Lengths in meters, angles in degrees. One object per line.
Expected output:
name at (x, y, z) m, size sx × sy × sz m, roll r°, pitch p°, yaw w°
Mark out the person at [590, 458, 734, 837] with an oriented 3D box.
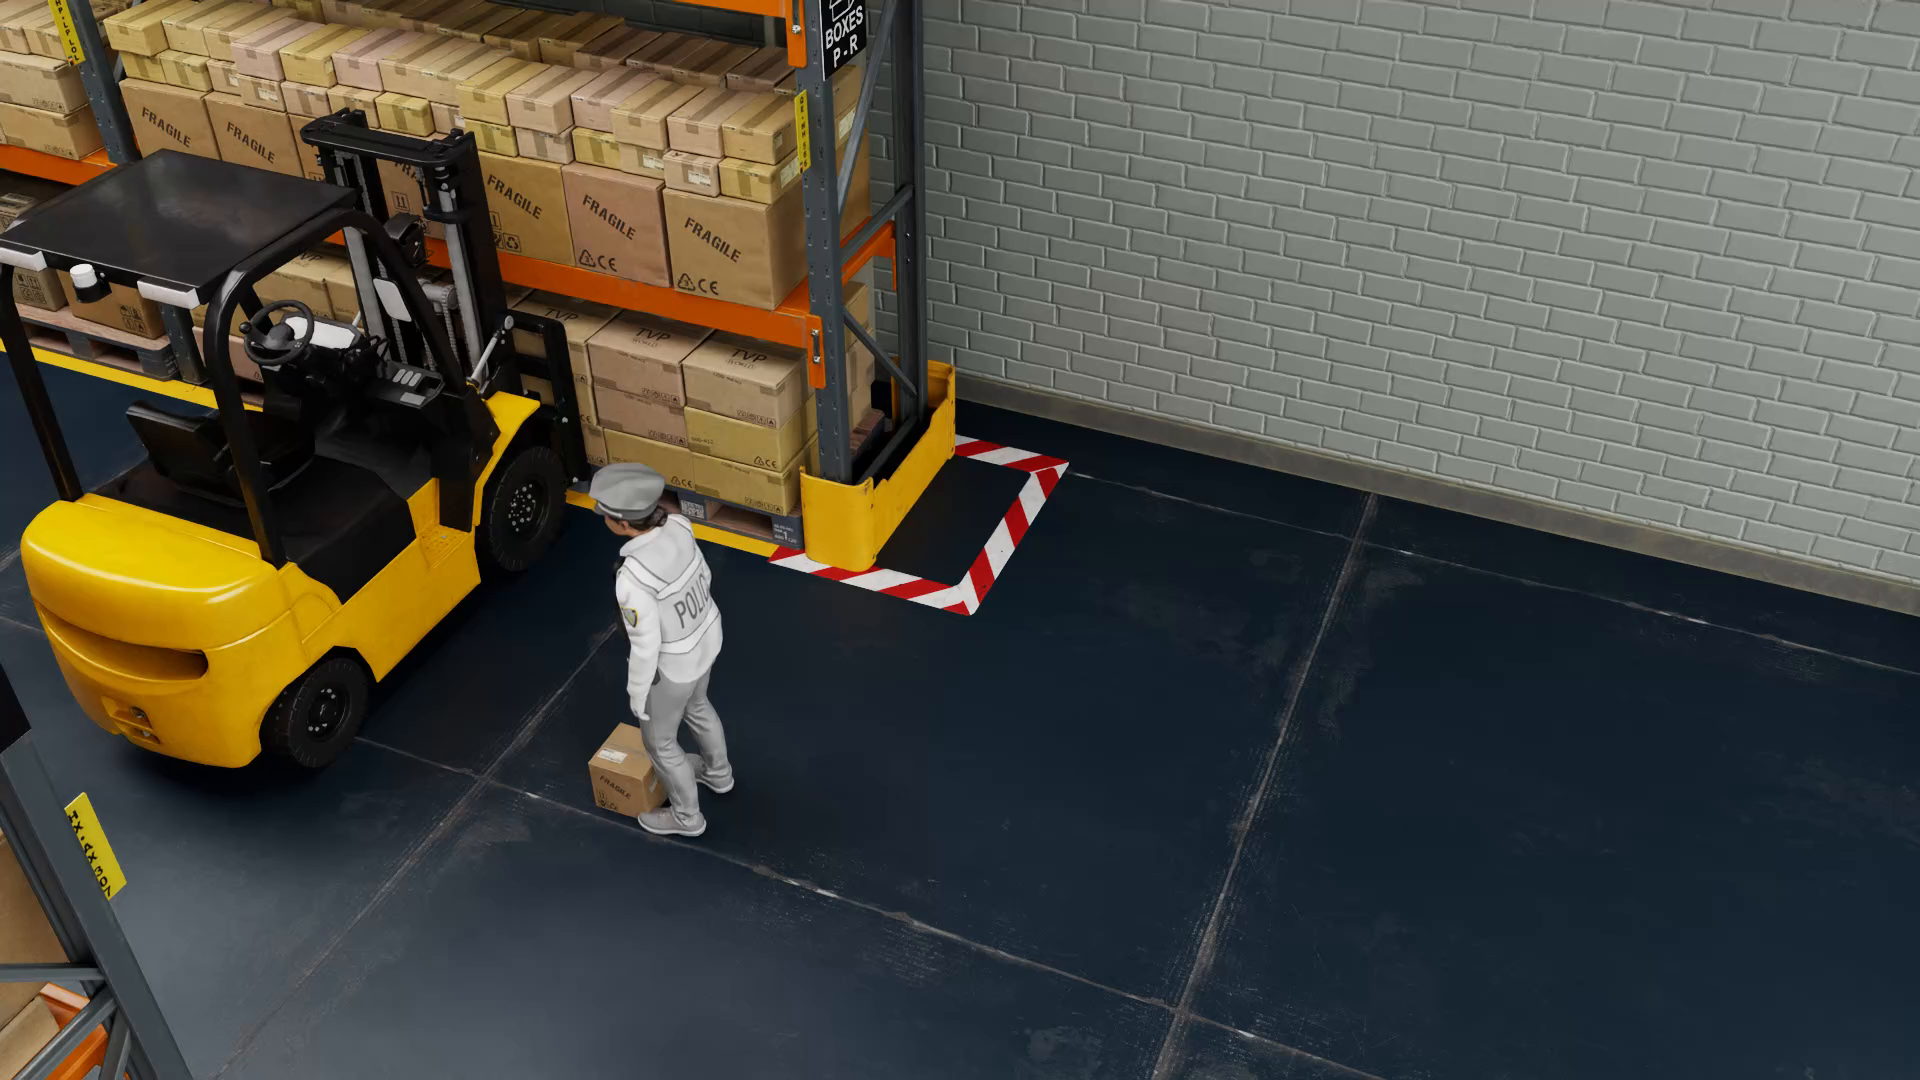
person at (-1.095, 0.434, 6.254) m, size 0.371 × 1.664 × 0.530 m, roll 15°, pitch 40°, yaw 18°
